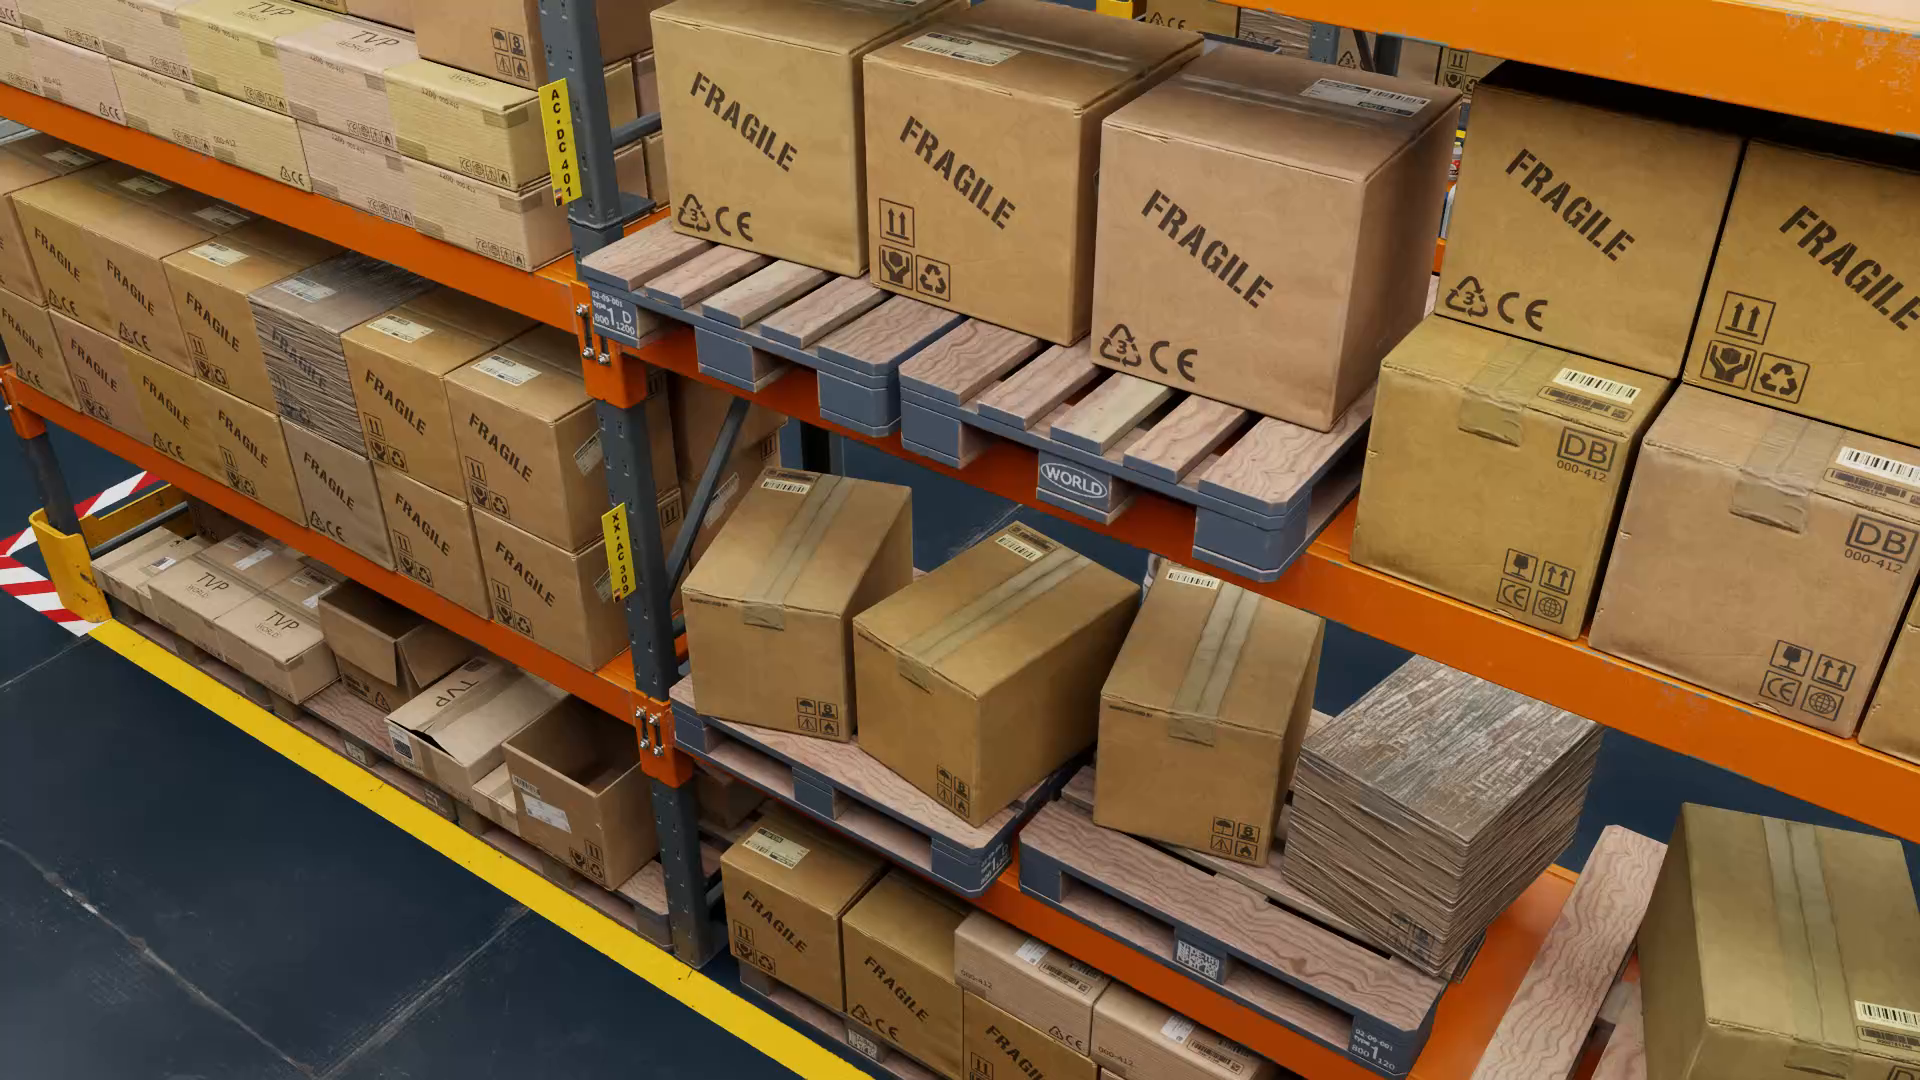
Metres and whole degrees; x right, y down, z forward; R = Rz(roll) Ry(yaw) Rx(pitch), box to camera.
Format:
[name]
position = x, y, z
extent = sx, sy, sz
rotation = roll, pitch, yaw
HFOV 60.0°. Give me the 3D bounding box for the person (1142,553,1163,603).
[person]
position = 0.941, 0.303, 6.707
extent = 0.392, 1.659, 0.505
rotation = 22, 40, 28
